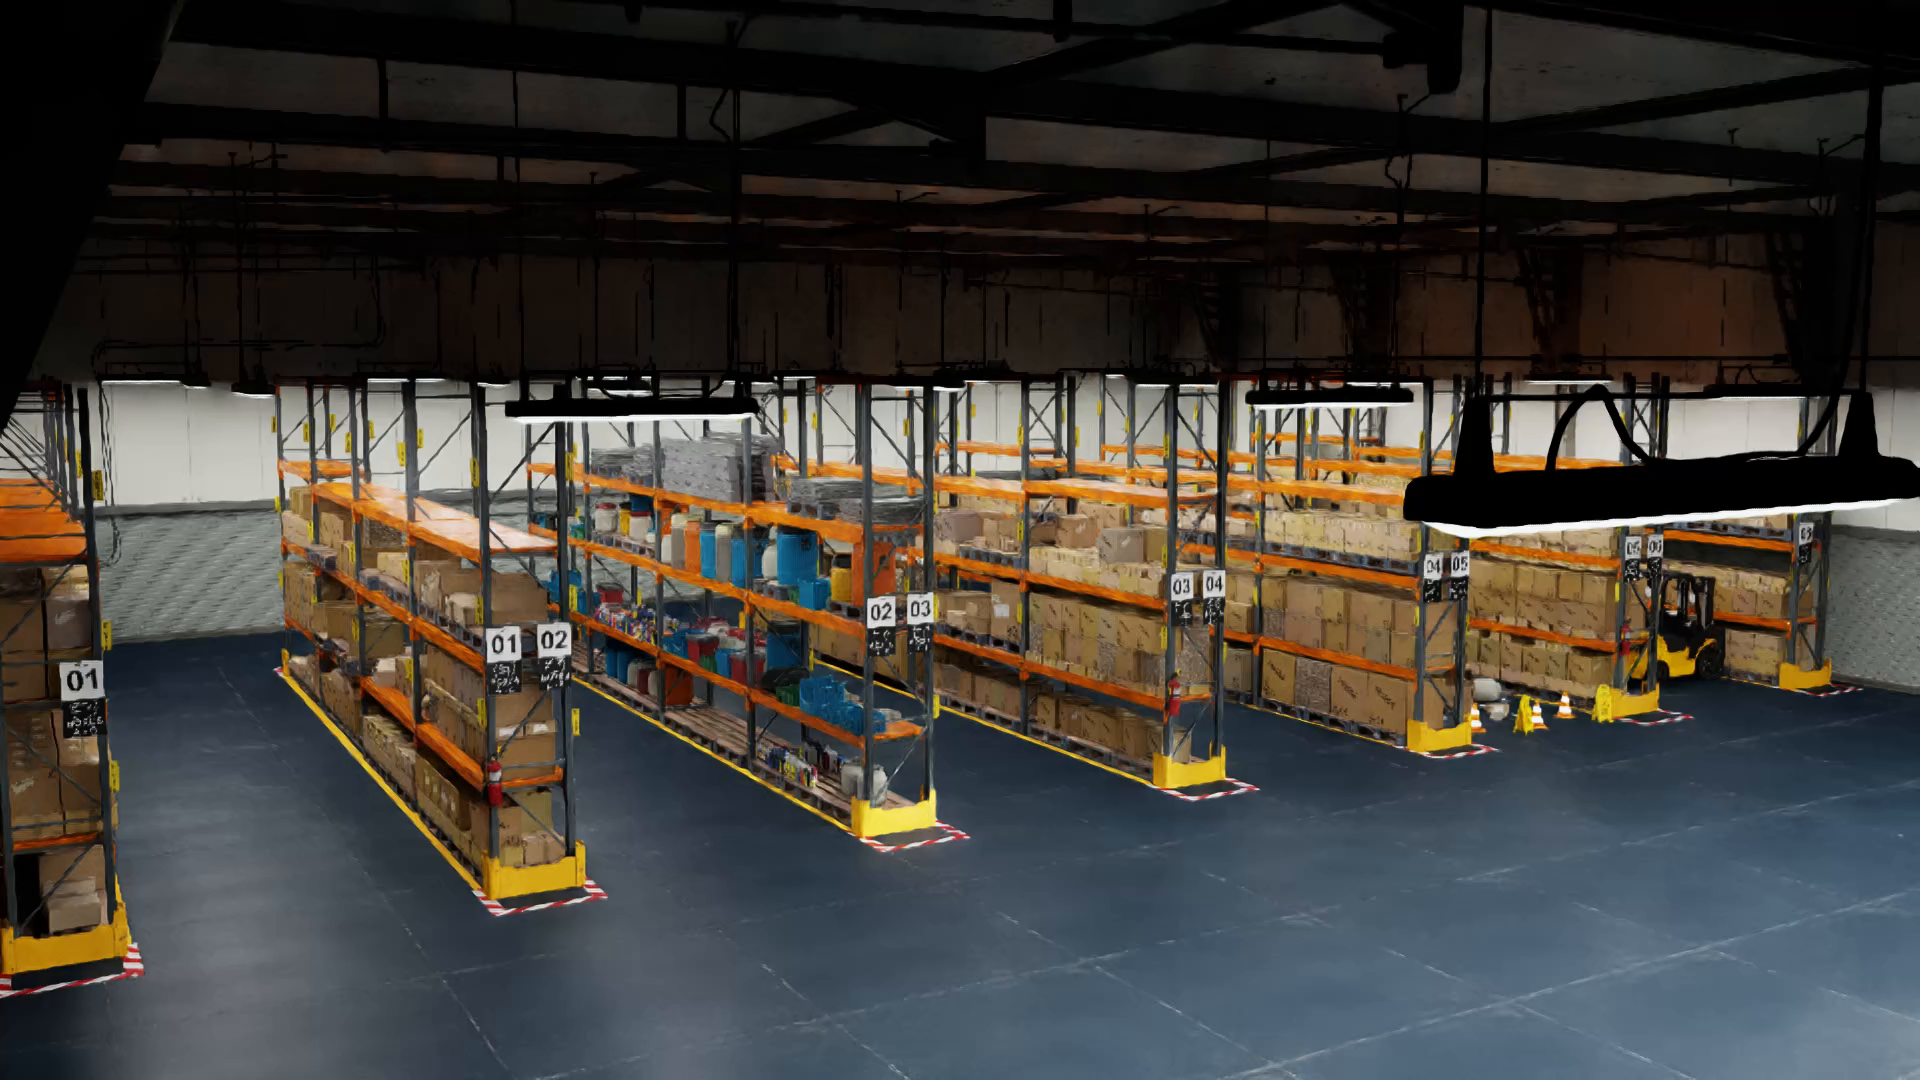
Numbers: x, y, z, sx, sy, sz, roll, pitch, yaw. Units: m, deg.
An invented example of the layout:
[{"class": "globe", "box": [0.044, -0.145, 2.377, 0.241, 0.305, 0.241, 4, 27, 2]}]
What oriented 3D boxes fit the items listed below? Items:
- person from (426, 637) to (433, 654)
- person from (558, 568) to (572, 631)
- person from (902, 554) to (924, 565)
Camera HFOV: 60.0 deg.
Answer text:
[{"class": "person", "box": [-9.638, 2.163, 30.747, 0.456, 1.589, 1.088, -3, 7, -27]}, {"class": "person", "box": [-8.906, 1.422, 37.546, 0.651, 1.641, 0.574, 3, 7, 23]}, {"class": "person", "box": [-1.168, 0.889, 41.850, 0.607, 1.752, 0.574, 1, 6, 6]}]
